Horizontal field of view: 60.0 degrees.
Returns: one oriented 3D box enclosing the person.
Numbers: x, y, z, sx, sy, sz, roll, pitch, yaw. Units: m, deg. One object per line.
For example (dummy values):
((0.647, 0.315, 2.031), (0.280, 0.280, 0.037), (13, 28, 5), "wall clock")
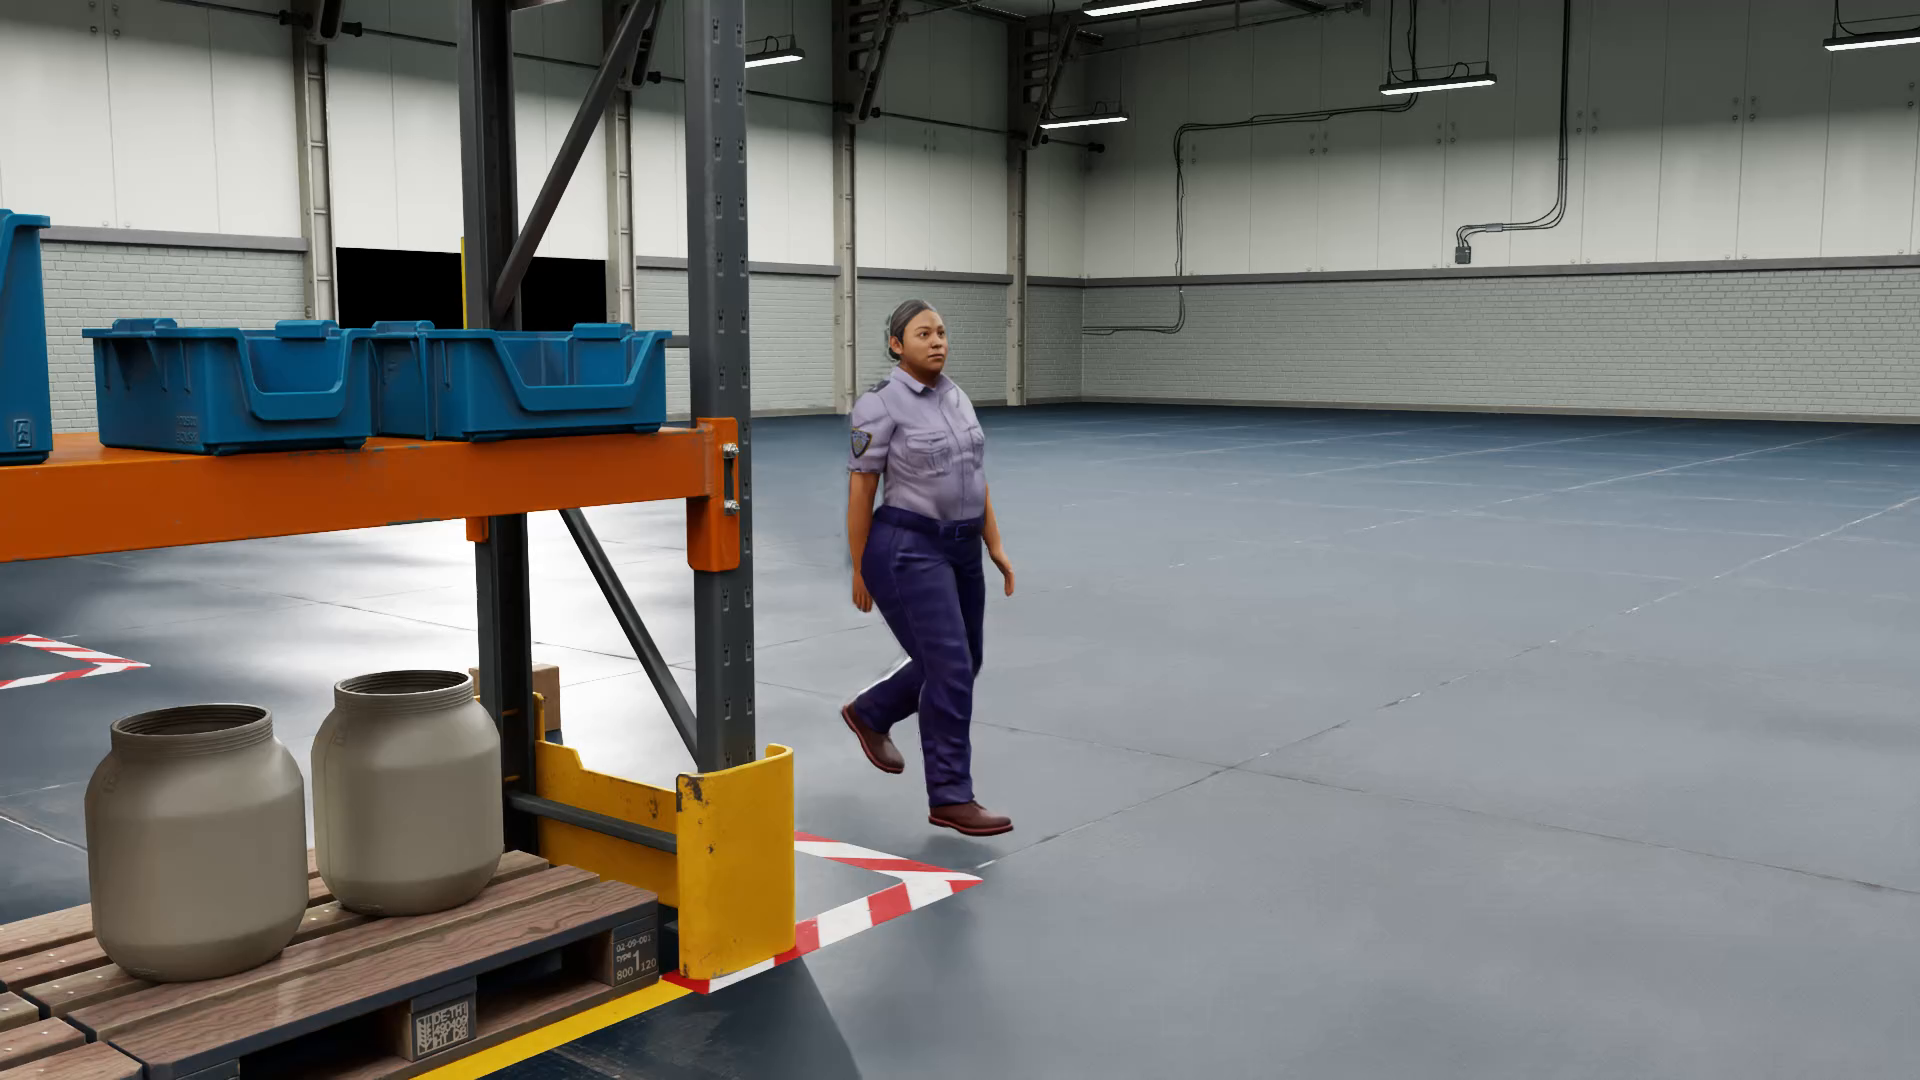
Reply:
((-0.136, 0.061, 5.222), (0.851, 1.595, 0.480), (5, 9, 39), "person")
